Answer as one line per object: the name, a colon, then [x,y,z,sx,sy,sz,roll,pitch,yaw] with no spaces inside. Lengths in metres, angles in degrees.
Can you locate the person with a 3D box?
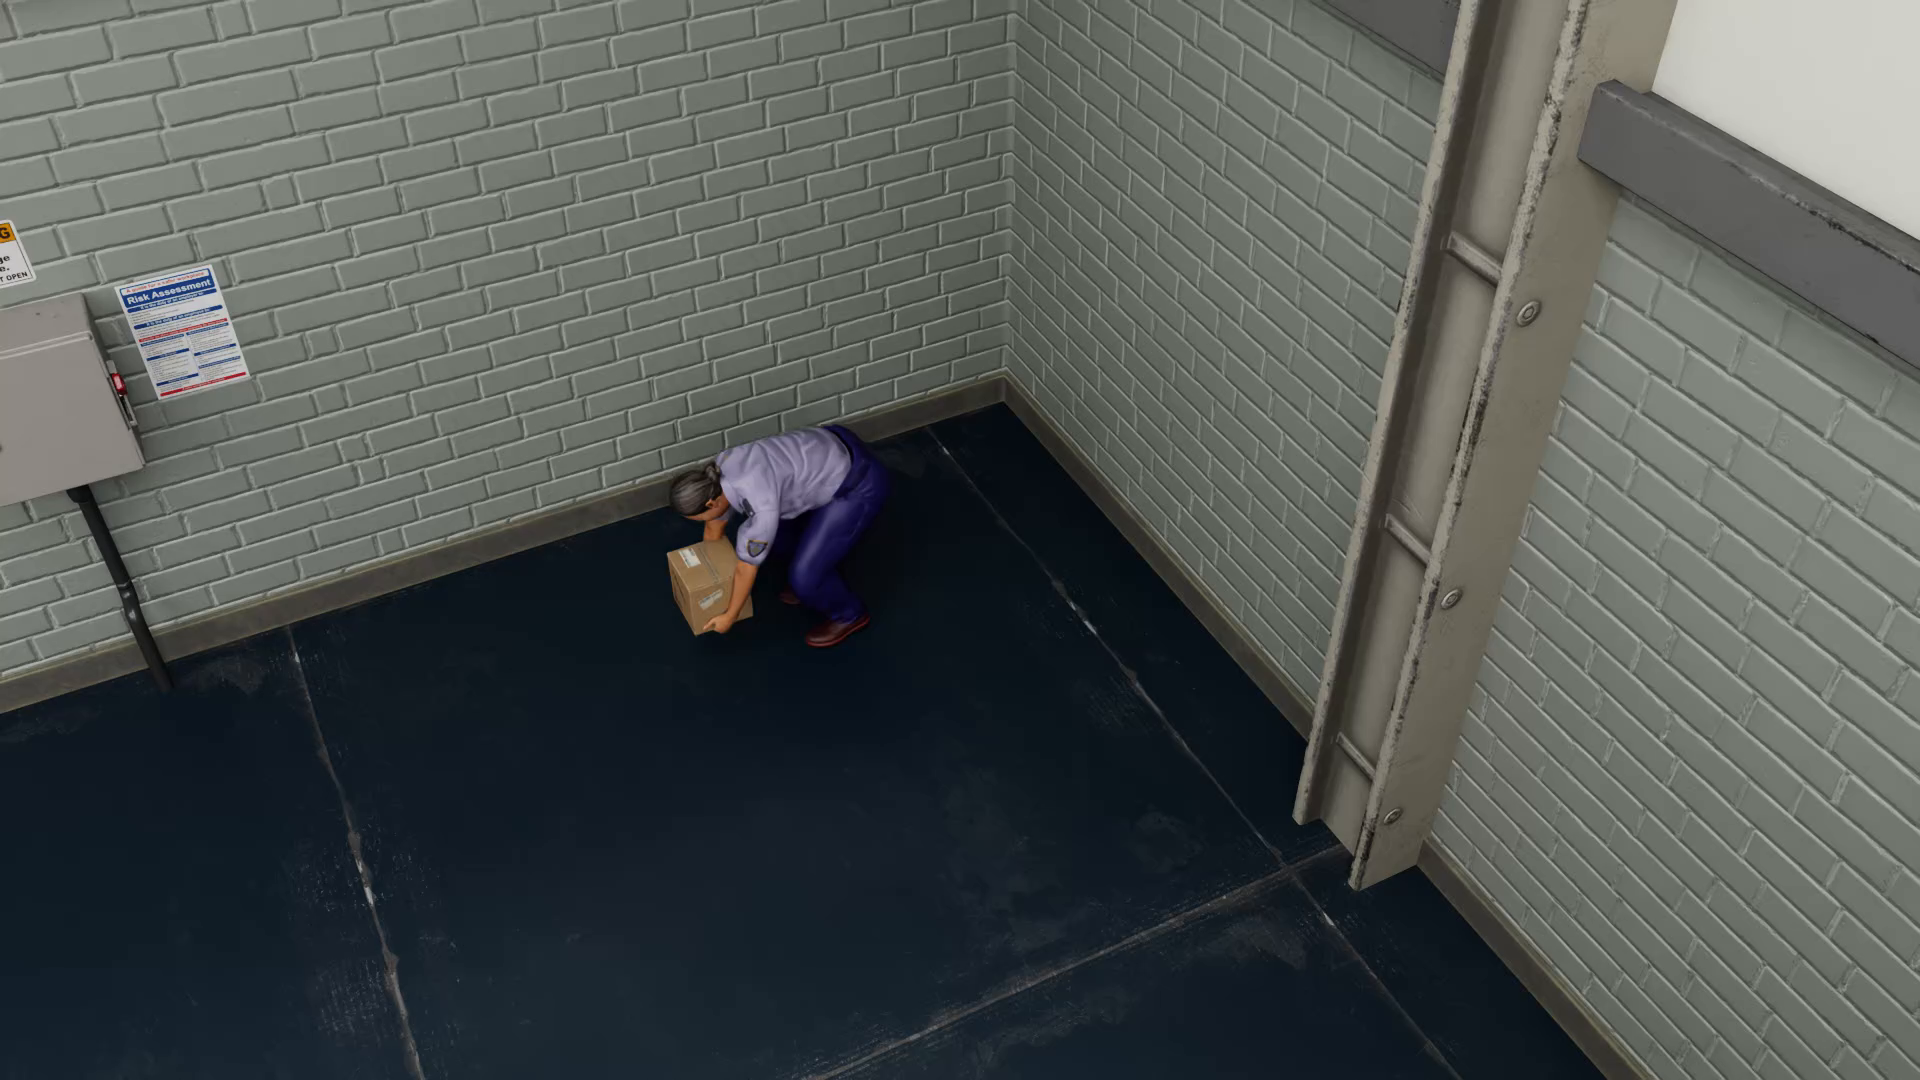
person: [-0.711,-0.012,6.688,0.893,0.983,0.518,-21,46,-22]
